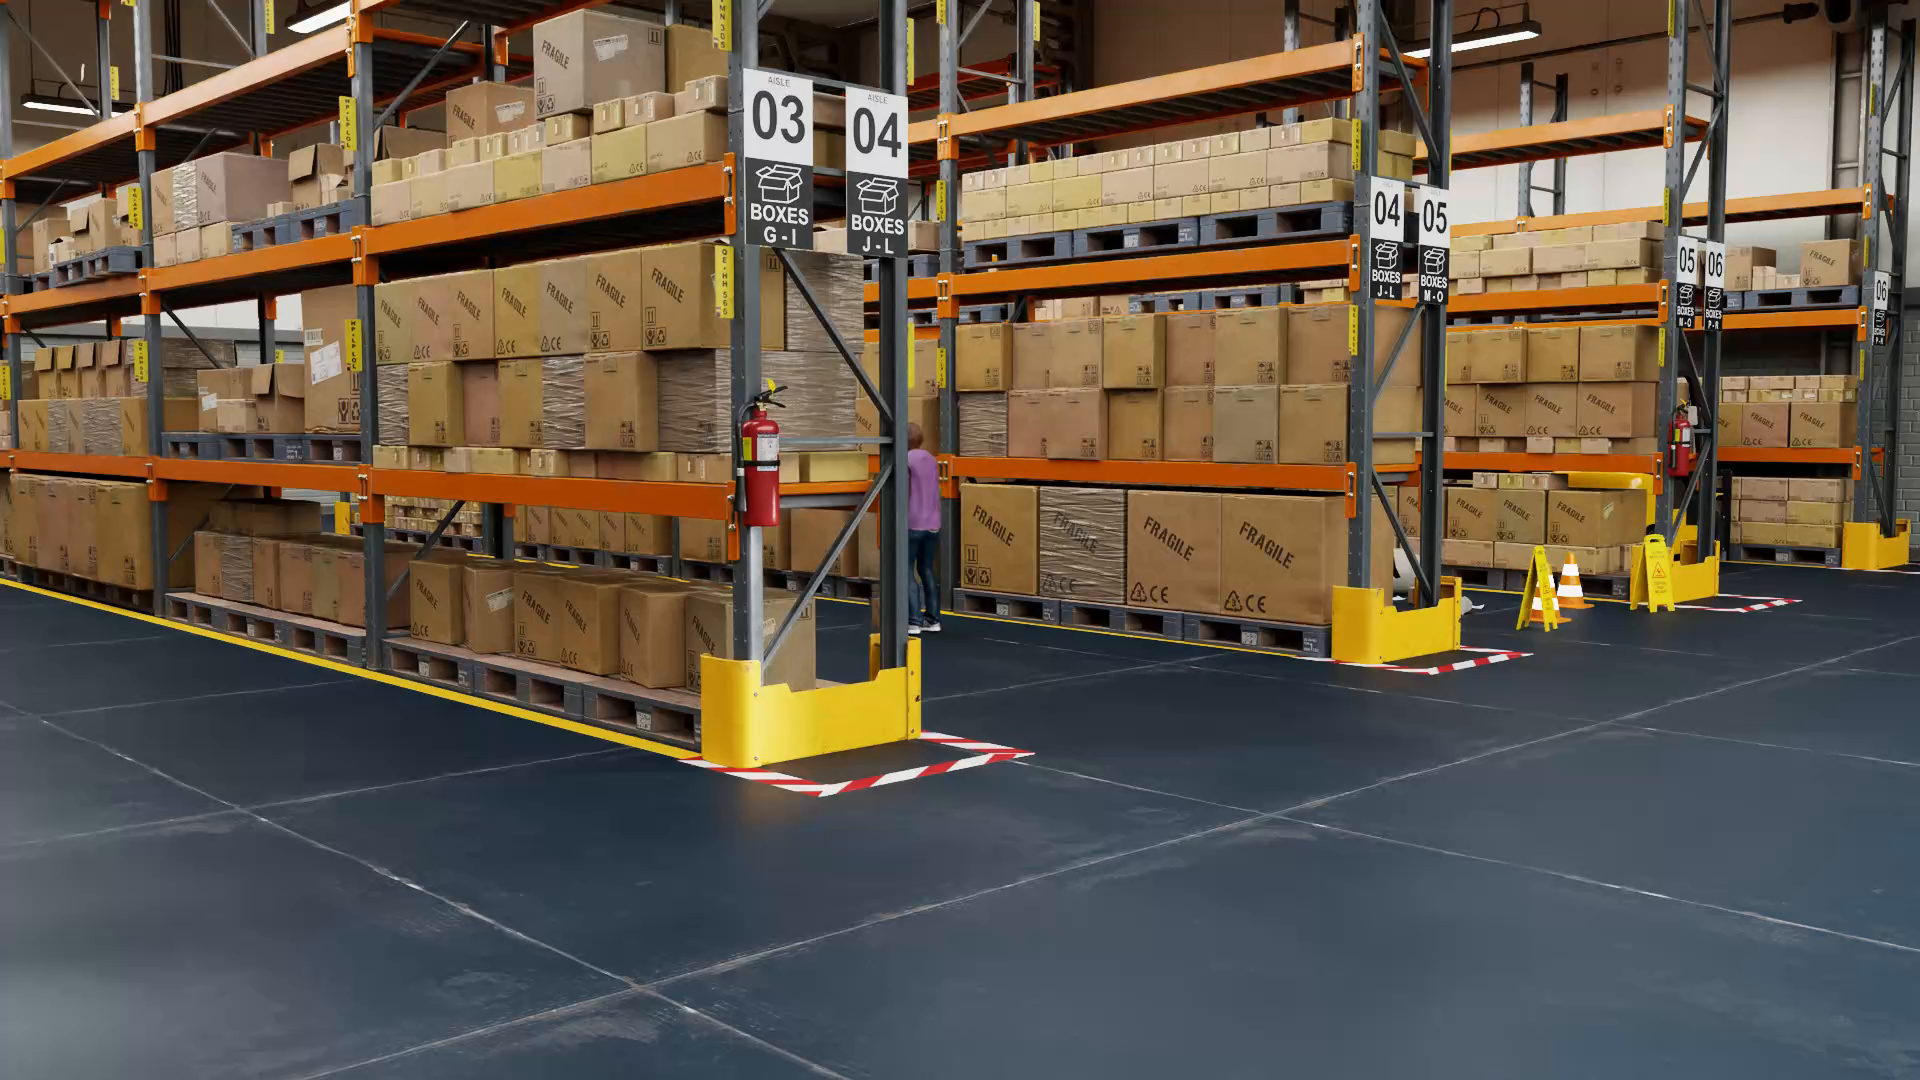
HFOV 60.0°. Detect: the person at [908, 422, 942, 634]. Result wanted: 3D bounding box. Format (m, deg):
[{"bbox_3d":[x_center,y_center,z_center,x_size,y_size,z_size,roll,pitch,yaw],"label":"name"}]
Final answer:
[{"bbox_3d":[-0.325,-0.089,12.517,0.343,1.591,0.464,4,6,44],"label":"person"}]
